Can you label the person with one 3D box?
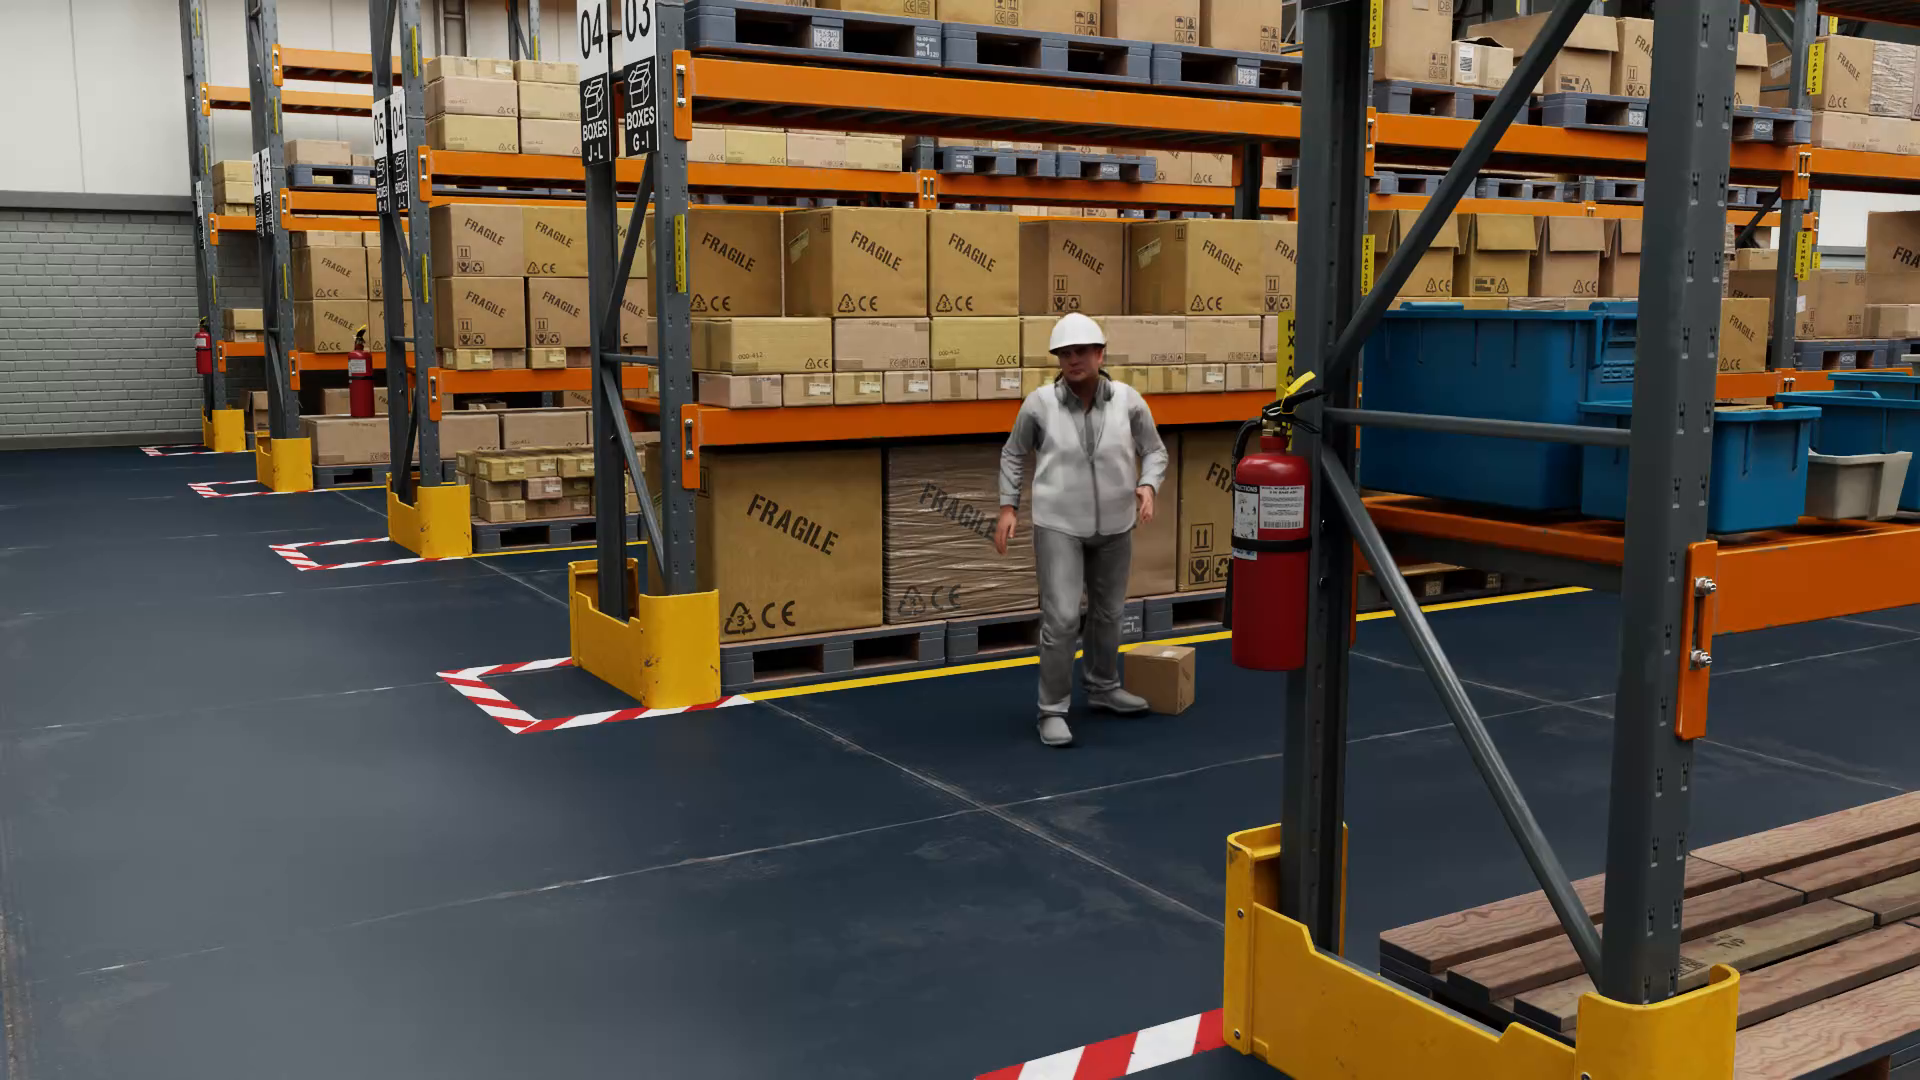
[{"bbox_3d":[0.517,-0.058,6.810,0.697,1.731,0.790,-2,8,-15],"label":"person"}]
